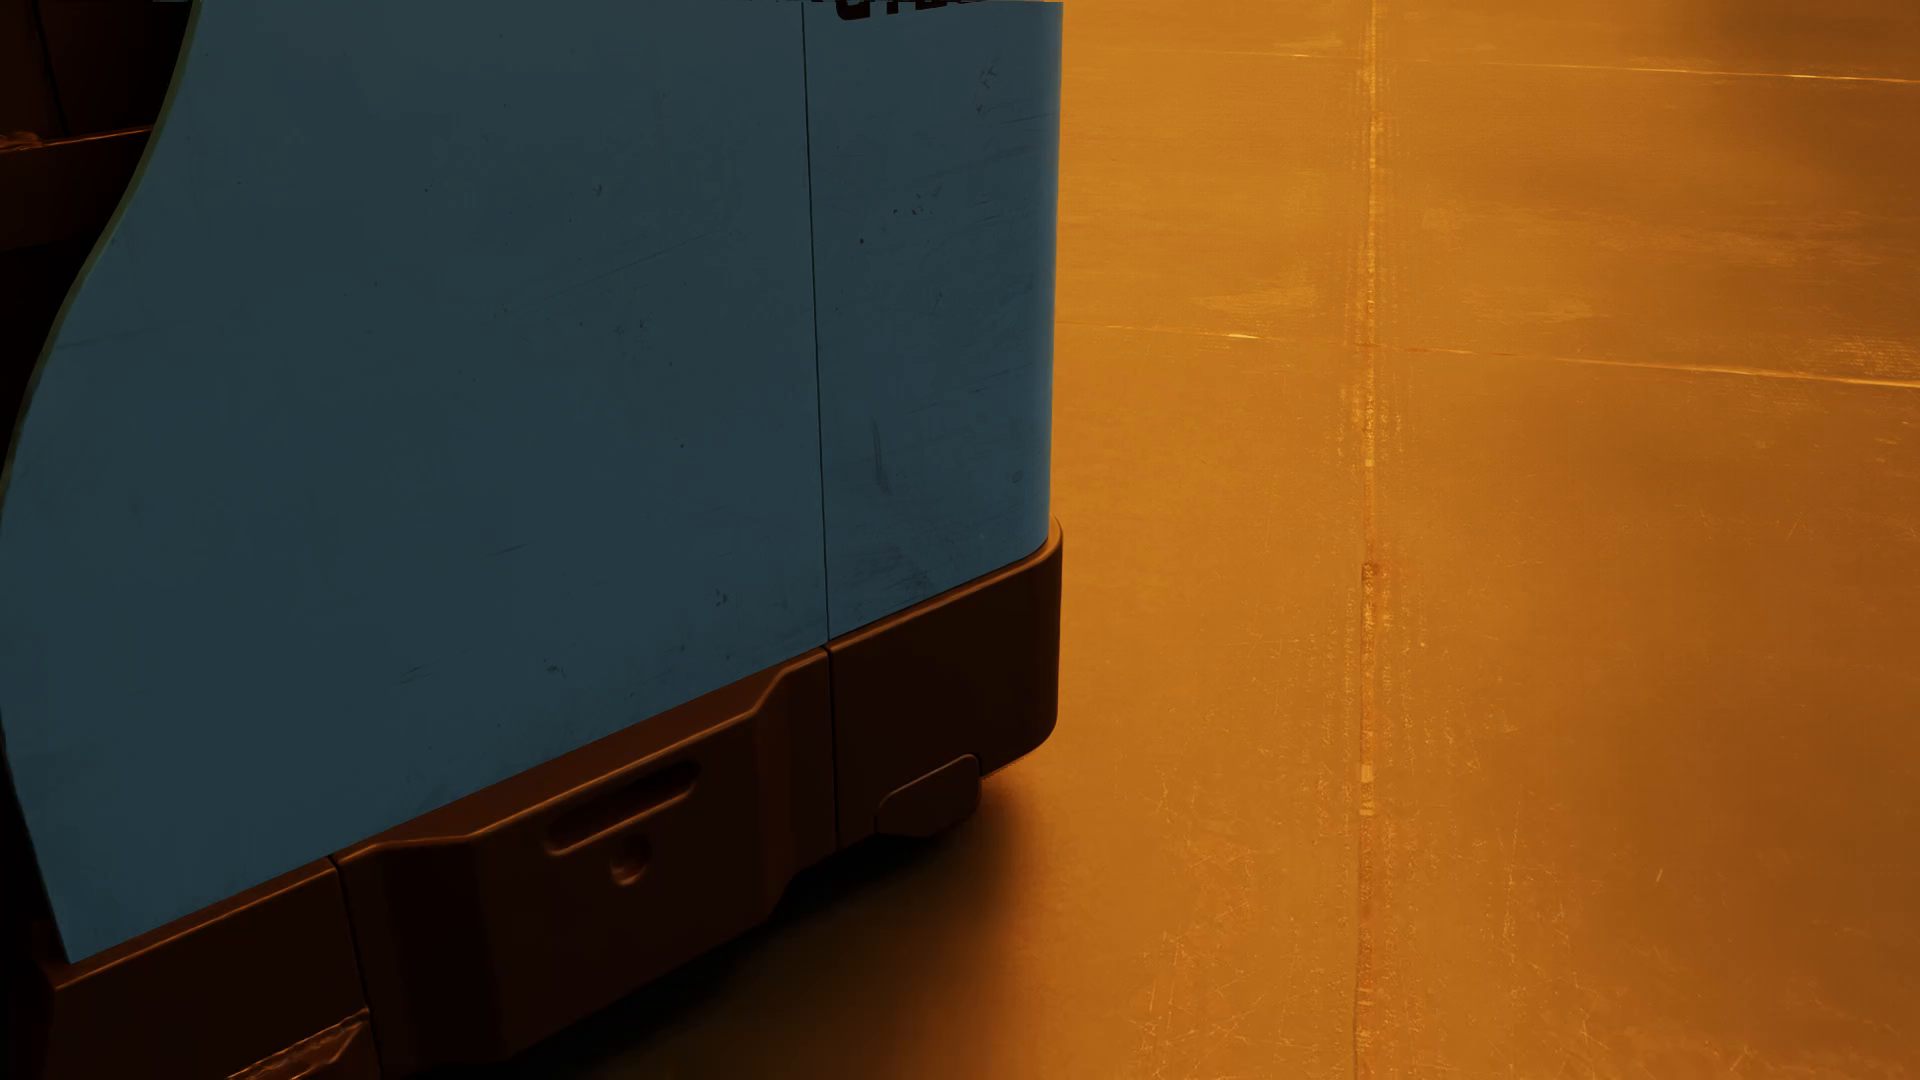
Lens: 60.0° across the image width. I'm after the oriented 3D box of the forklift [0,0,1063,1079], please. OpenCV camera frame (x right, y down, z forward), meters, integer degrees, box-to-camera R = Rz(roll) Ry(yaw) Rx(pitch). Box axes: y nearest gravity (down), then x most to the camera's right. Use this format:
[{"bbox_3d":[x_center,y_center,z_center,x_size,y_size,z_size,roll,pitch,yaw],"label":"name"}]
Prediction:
[{"bbox_3d":[-1.321,-0.758,0.749,3.031,2.935,1.130,-22,34,-37],"label":"forklift"}]
